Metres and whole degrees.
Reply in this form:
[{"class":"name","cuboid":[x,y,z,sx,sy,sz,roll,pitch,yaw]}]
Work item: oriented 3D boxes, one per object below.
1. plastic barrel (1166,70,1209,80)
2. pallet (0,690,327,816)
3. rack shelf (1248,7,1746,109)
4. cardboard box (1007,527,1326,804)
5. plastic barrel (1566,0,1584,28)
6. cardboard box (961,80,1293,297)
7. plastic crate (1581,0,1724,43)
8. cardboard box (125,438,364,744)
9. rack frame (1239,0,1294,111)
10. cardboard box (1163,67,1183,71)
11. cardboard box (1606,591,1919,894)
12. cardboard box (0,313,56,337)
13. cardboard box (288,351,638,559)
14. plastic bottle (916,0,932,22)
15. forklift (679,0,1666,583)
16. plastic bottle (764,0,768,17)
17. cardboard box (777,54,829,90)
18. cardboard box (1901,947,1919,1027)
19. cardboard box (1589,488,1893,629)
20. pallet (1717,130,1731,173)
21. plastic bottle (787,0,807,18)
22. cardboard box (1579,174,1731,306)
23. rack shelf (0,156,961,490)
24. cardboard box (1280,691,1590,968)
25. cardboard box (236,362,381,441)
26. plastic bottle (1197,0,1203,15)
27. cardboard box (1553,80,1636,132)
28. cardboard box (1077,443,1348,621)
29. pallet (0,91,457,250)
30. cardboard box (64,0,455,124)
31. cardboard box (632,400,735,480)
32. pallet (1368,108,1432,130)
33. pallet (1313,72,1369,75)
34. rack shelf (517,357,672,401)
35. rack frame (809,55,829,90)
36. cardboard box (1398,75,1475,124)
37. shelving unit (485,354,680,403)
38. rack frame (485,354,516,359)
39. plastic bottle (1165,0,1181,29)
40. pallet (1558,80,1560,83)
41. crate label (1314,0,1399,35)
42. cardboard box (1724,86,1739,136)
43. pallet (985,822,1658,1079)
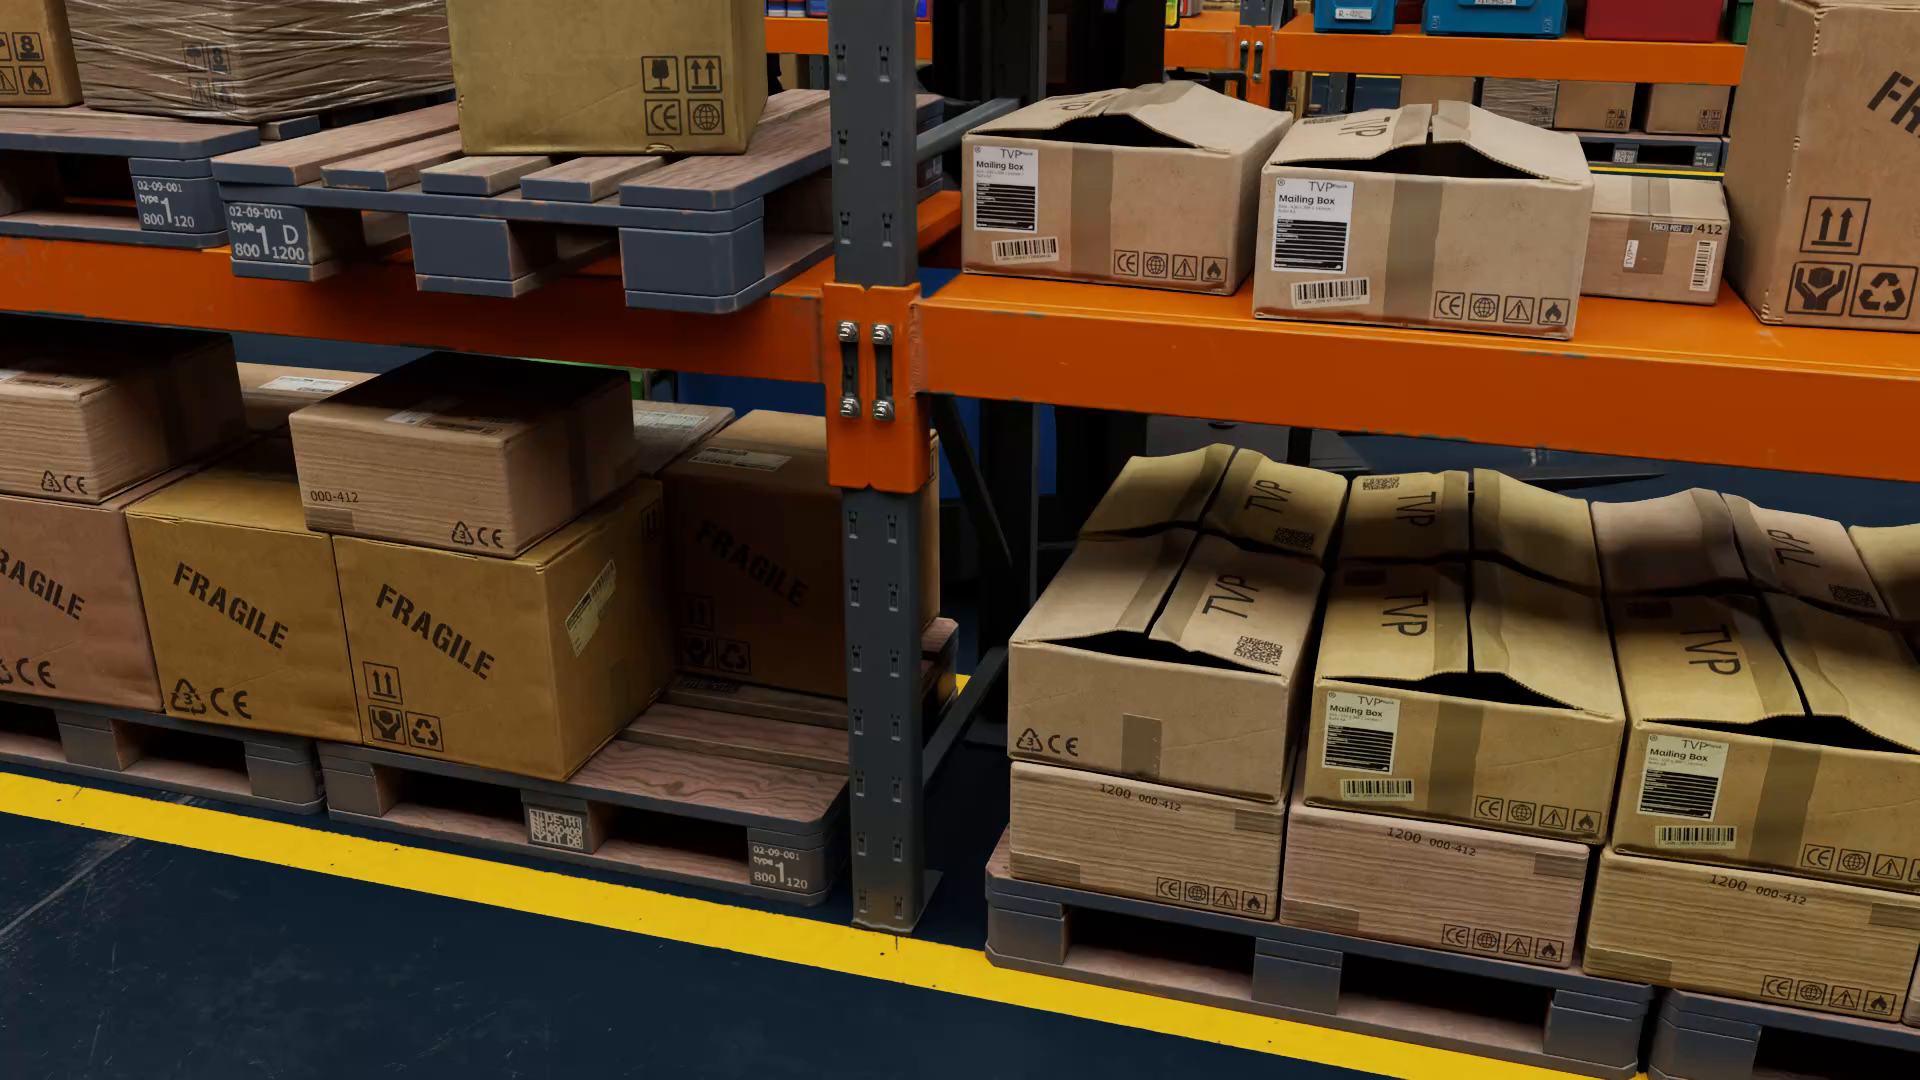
[{"class":"plastic barrel","cuboid":[0.947,-1.816,8.051,0.708,0.830,0.600,7,23,16]},{"class":"pallet","cuboid":[-1.882,0.281,4.307,1.213,0.211,1.003,7,23,16]},{"class":"rack shelf","cuboid":[3.335,-2.026,7.206,4.000,0.370,1.077,7,23,16]},{"class":"cardboard box","cuboid":[0.402,0.203,3.153,0.500,0.311,0.500,7,23,17]},{"class":"plastic barrel","cuboid":[2.870,-2.549,7.384,0.421,0.512,0.421,0,22,0]},{"class":"cardboard box","cuboid":[0.322,-0.682,3.098,0.500,0.311,0.500,8,24,19]},{"class":"plastic crate","cuboid":[2.879,-2.320,6.889,0.583,0.464,0.402,7,23,16]},{"class":"cardboard box","cuboid":[-1.473,0.100,3.789,0.500,0.500,0.500,6,23,14]},{"class":"rack frame","cuboid":[1.420,-2.579,7.604,0.127,3.000,1.000,7,23,16]},{"class":"cardboard box","cuboid":[1.345,-3.773,12.762,0.875,0.875,1.225,7,23,16]},{"class":"cardboard box","cuboid":[1.395,0.315,2.882,0.500,0.311,0.500,6,23,14]},{"class":"cardboard box","cuboid":[-2.493,-0.361,3.922,0.500,0.250,0.500,7,23,16]},{"class":"cardboard box","cuboid":[-1.032,-0.195,3.519,0.500,0.250,0.500,7,23,18]},{"class":"plastic bottle","cuboid":[-0.184,-2.539,7.661,0.133,0.283,0.061,7,23,16]},{"class":"forklift","cuboid":[0.663,-1.413,4.854,3.031,2.935,1.130,-3,22,-6]},{"class":"plastic bottle","cuboid":[-0.968,-2.644,7.926,0.135,0.276,0.152,7,23,16]},{"class":"cardboard box","cuboid":[-1.587,-4.129,13.630,0.875,0.875,0.875,7,23,16]},{"class":"cardboard box","cuboid":[1.874,0.629,2.855,0.500,0.250,0.500,7,23,17]},{"class":"cardboard box","cuboid":[1.540,0.118,3.361,0.500,0.311,0.500,6,23,15]},{"class":"pallet","cuboid":[5.935,-2.734,11.658,1.213,0.211,1.003,7,23,16]},{"class":"plastic bottle","cuboid":[-0.771,-2.608,7.845,0.097,0.271,0.097,0,22,0]},{"class":"cardboard box","cuboid":[1.223,-0.544,2.974,0.250,0.149,0.380,8,24,19]},{"class":"rack shelf","cuboid":[-1.929,-0.666,3.888,4.000,0.370,1.077,7,23,16]},{"class":"cardboard box","cuboid":[0.884,0.518,3.126,0.500,0.250,0.500,6,23,14]},{"class":"cardboard box","cuboid":[-1.850,-0.148,4.391,0.500,0.500,0.500,6,23,14]},{"class":"plastic bottle","cuboid":[1.099,-2.686,8.029,0.135,0.276,0.152,7,23,16]},{"class":"cardboard box","cuboid":[4.578,-3.243,11.938,0.500,0.500,0.700,9,24,20]},{"class":"cardboard box","cuboid":[0.559,0.007,3.631,0.500,0.311,0.500,7,23,17]},{"class":"pallet","cuboid":[-1.877,-0.902,3.769,1.213,0.211,1.003,7,23,16]},{"class":"cardboard box","cuboid":[-1.470,-1.218,3.601,0.500,0.500,0.700,11,25,25]},{"class":"cardboard box","cuboid":[-0.870,-0.035,4.118,0.500,0.500,0.500,6,23,14]},{"class":"pallet","cuboid":[3.599,-3.002,12.310,1.213,0.211,1.003,7,23,16]},{"class":"pallet","cuboid":[3.633,-4.965,17.096,1.213,0.211,1.003,7,23,16]},{"class":"rack shelf","cuboid":[-1.123,-0.460,4.979,0.480,0.148,0.258,5,23,11]},{"class":"rack frame","cuboid":[-0.978,-4.817,13.060,0.127,3.000,1.000,7,23,16]},{"class":"cardboard box","cuboid":[3.498,-3.359,12.220,0.500,0.500,0.700,5,23,13]},{"class":"shelving unit","cuboid":[-1.123,-0.519,4.954,0.503,1.200,0.258,5,23,11]},{"class":"rack frame","cuboid":[-1.361,-0.538,5.001,0.015,1.200,0.240,5,23,11]},{"class":"plastic bottle","cuboid":[0.910,-2.414,7.356,0.133,0.283,0.061,7,23,16]},{"class":"pallet","cuboid":[6.278,-4.631,16.281,1.213,0.211,1.003,7,23,16]},{"class":"crate label","cuboid":[1.715,-2.319,7.191,0.416,0.233,0.303,7,23,16]},{"class":"cardboard box","cuboid":[5.648,-3.121,11.640,0.500,0.500,0.700,6,23,15]},{"class":"pallet","cuboid":[0.763,0.615,3.492,1.213,0.211,1.003,7,23,16]}]
